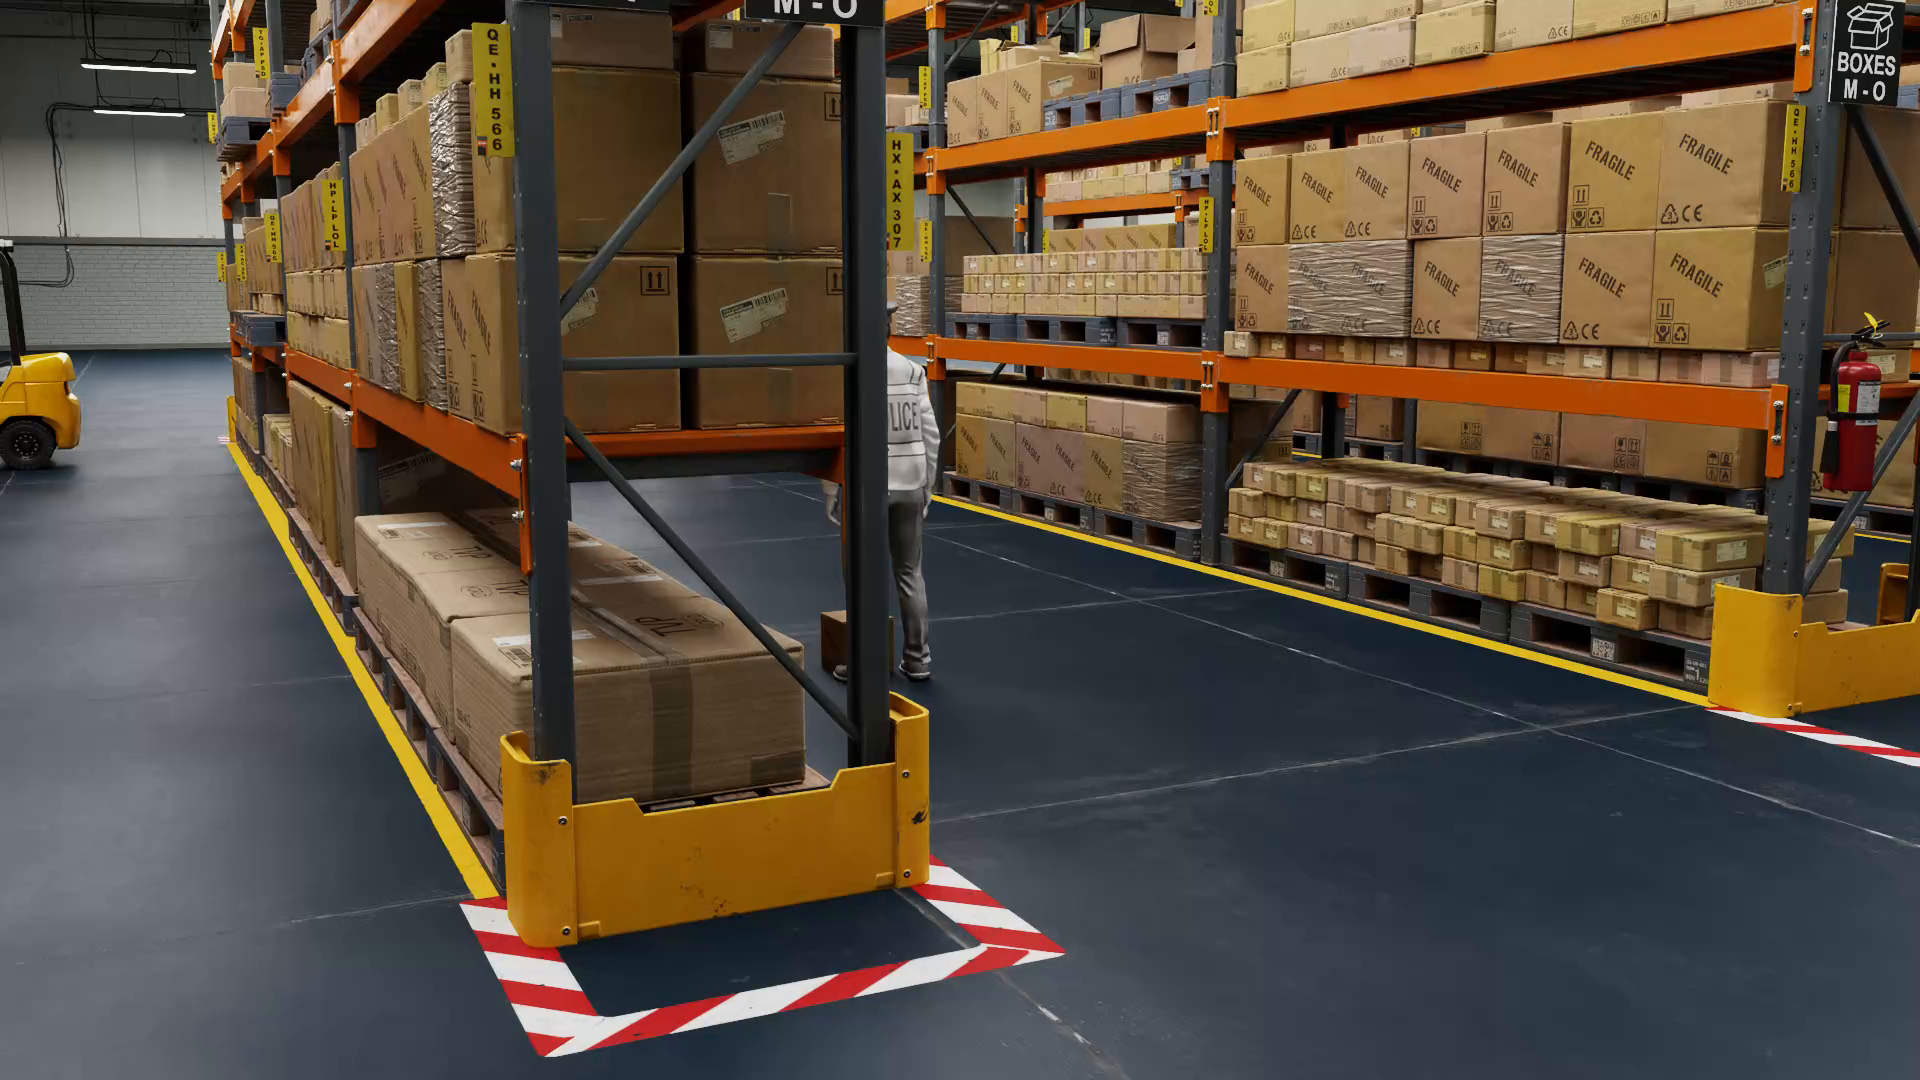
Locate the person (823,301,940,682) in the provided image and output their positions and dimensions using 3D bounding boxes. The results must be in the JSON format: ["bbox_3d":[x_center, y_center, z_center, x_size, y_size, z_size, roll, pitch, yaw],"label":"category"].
[{"bbox_3d":[-0.343,-0.206,7.190,0.528,1.663,0.372,-5,10,-28],"label":"person"}]
